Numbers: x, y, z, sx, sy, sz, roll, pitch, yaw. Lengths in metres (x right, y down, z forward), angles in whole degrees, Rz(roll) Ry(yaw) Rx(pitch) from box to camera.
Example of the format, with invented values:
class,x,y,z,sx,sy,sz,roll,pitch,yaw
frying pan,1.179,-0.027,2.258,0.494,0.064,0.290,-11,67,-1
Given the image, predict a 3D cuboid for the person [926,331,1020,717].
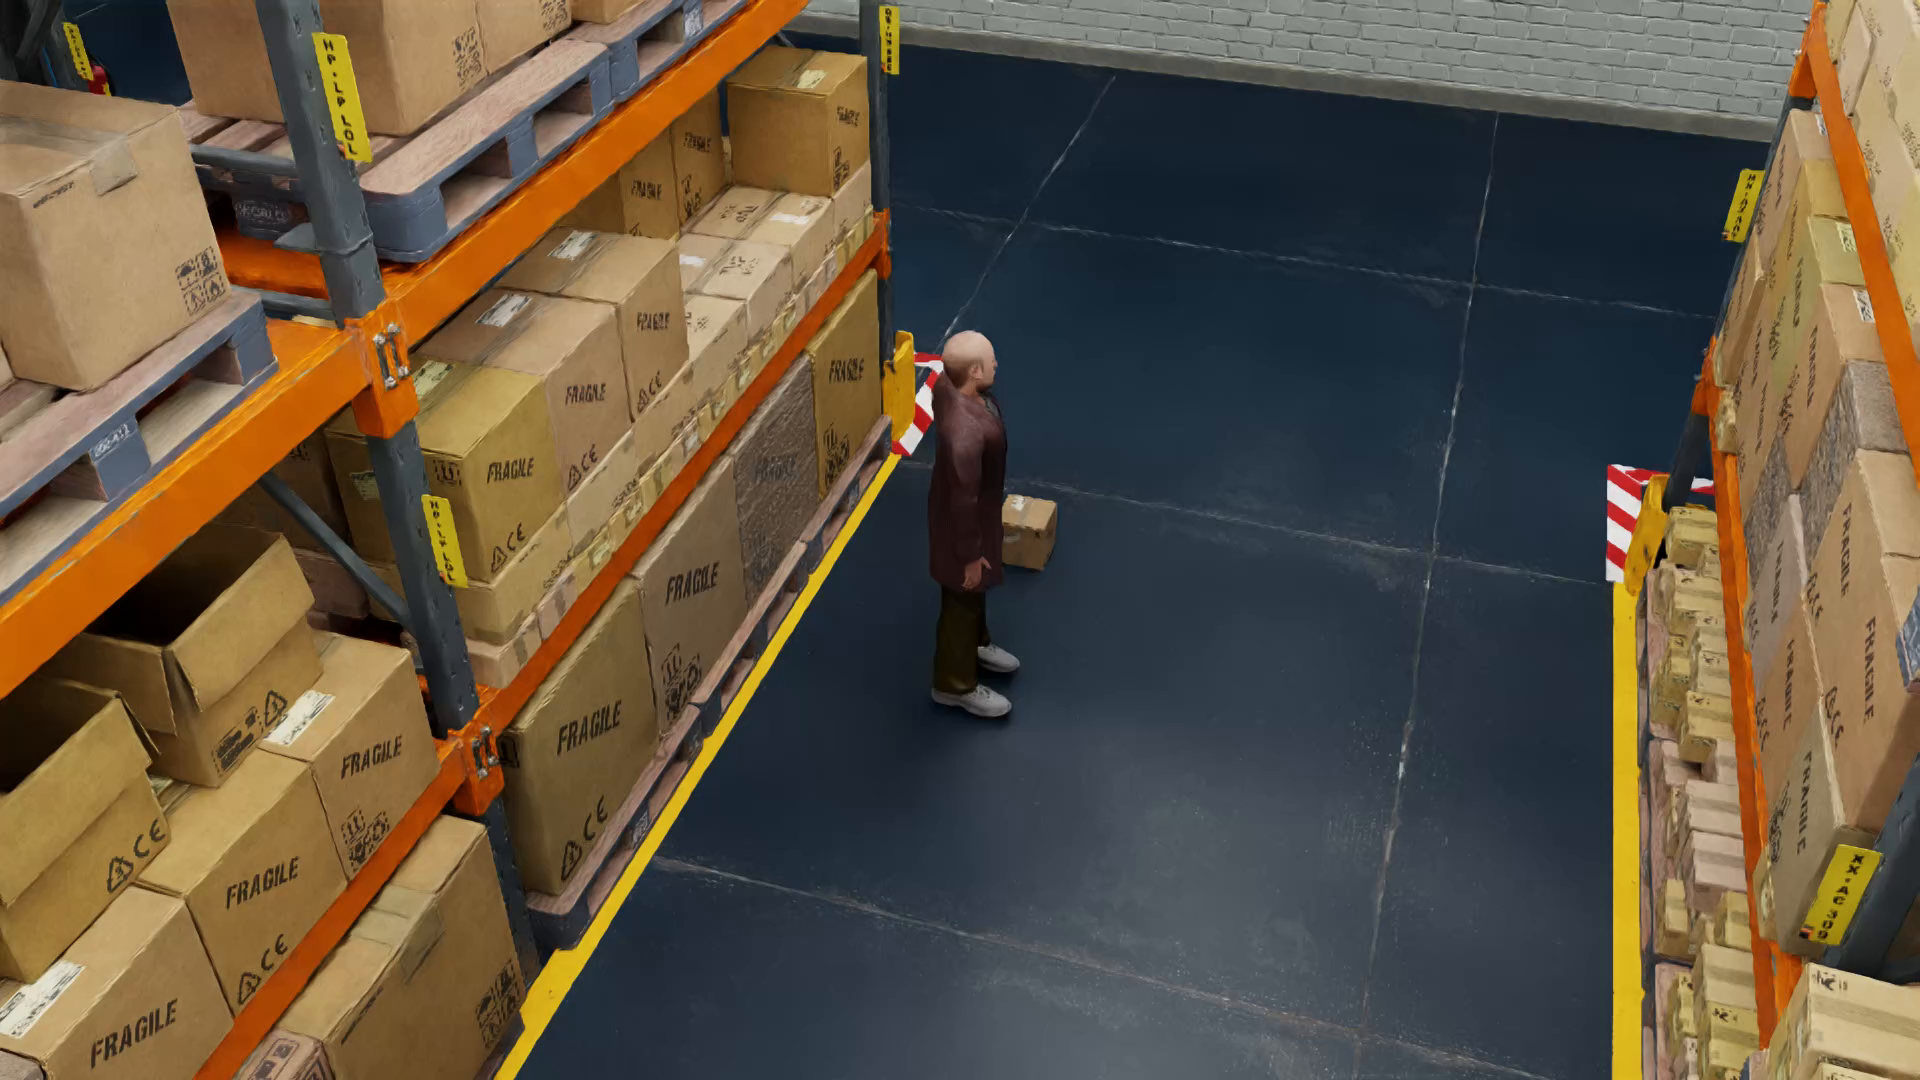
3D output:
class,x,y,z,sx,sy,sz,roll,pitch,yaw
person,0.067,-0.087,6.977,0.413,1.791,0.634,-2,37,-3
